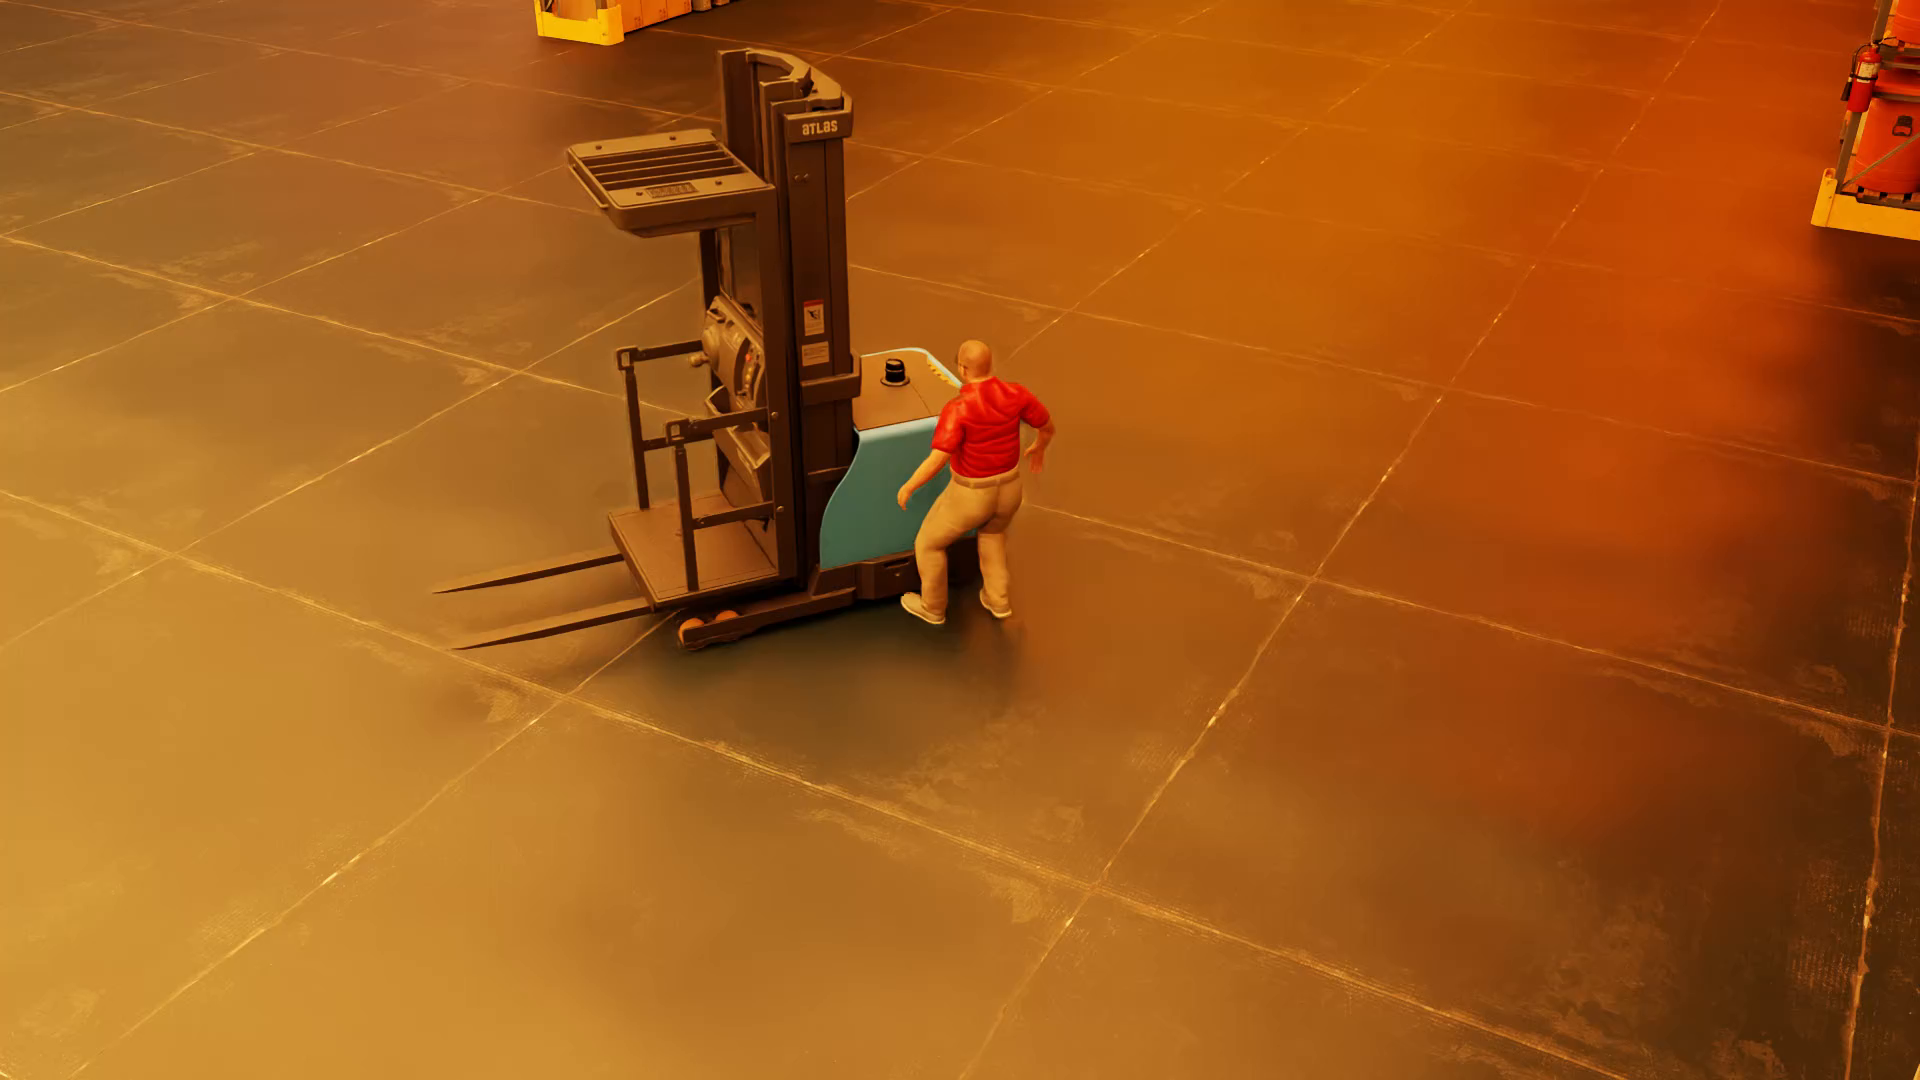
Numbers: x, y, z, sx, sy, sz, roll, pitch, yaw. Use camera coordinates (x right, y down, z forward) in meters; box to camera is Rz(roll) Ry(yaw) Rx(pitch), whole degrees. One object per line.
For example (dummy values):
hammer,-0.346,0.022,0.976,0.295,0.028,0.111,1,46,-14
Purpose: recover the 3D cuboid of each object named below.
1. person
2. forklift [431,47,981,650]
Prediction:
person,0.051,-0.319,8.899,0.901,1.680,0.573,-16,34,-25
forklift,-1.381,-0.977,8.763,3.031,2.935,1.130,-13,32,-21
